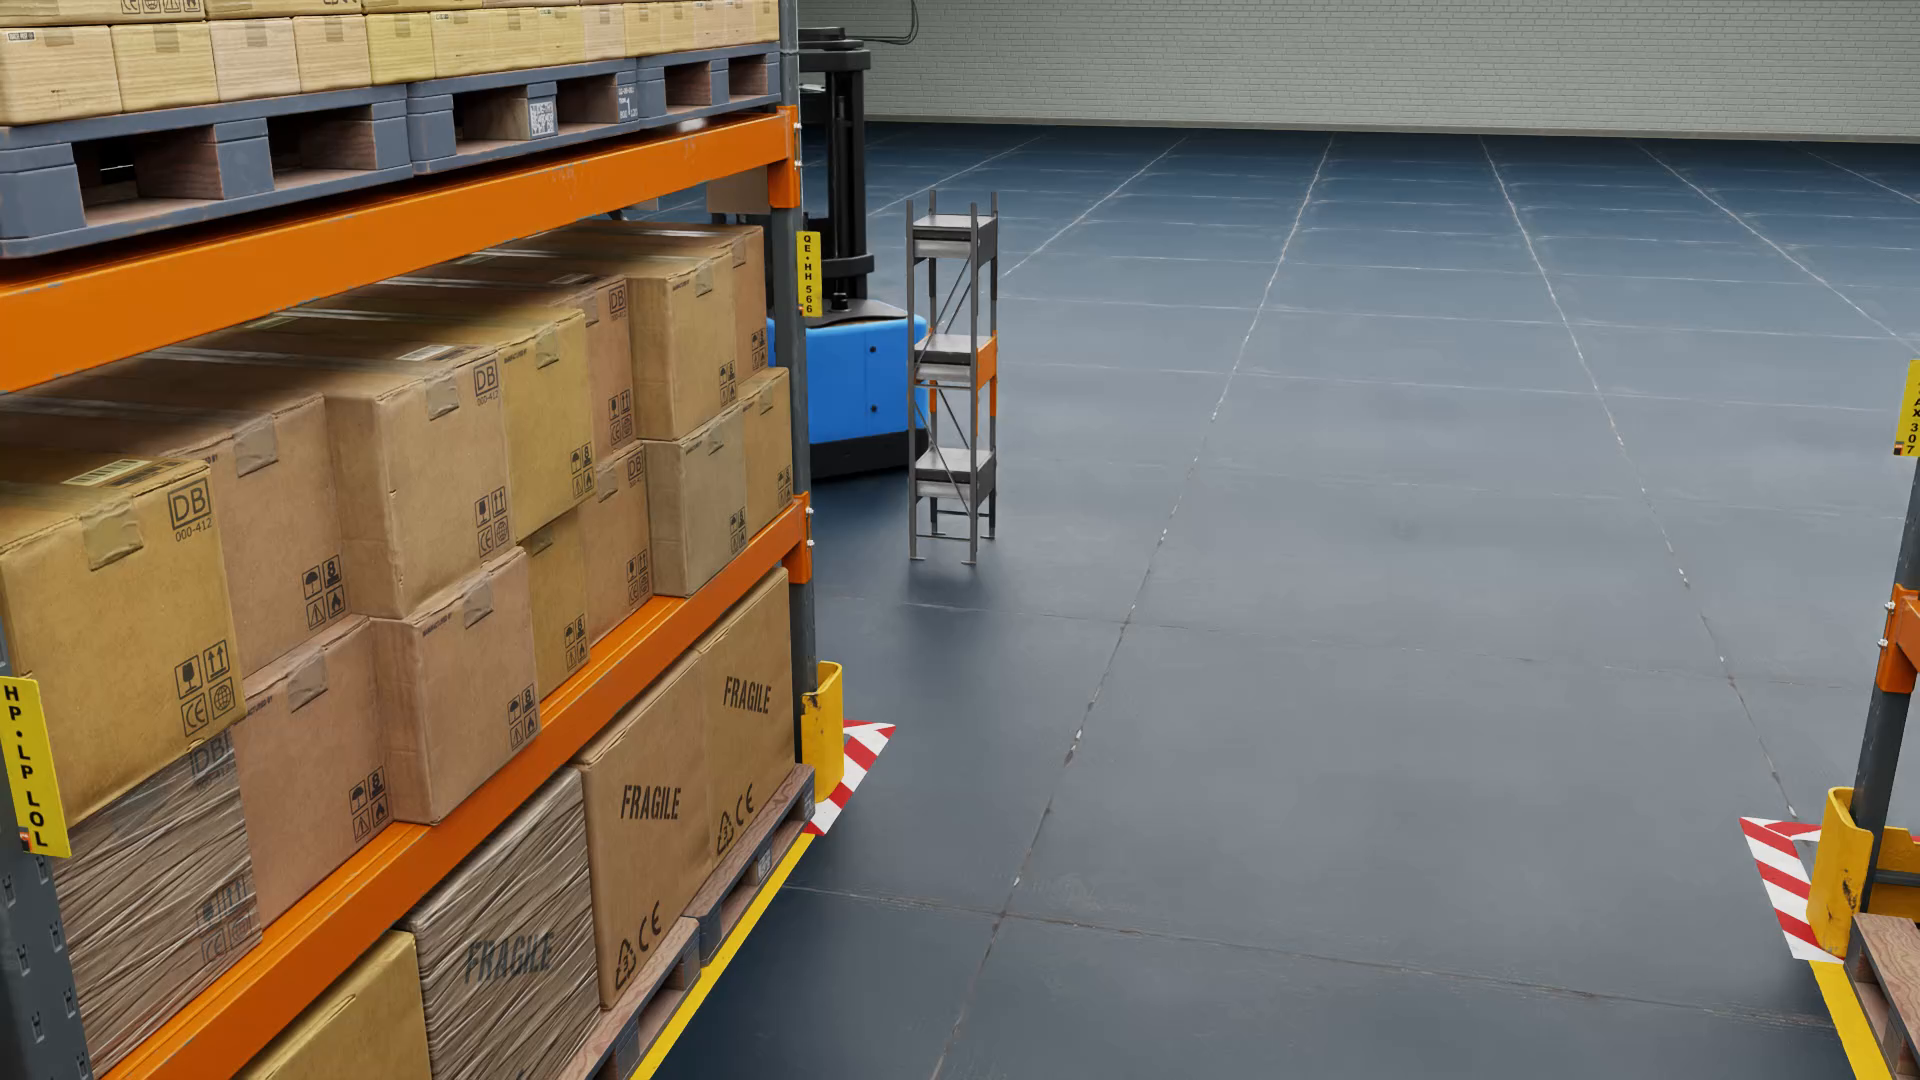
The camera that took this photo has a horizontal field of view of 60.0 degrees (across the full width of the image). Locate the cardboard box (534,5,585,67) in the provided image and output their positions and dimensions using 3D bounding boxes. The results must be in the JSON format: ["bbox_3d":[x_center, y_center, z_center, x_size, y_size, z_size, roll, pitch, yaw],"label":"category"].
[{"bbox_3d":[-1.228,-1.342,4.419,0.380,0.149,0.250,5,19,14],"label":"cardboard box"}]

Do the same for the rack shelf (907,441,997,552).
[{"bbox_3d":[-0.040,-0.266,9.927,0.431,0.518,0.480,5,19,13],"label":"rack shelf"}]

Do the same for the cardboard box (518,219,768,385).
[{"bbox_3d":[-1.230,-0.873,6.200,0.875,0.550,0.550,5,19,13],"label":"cardboard box"}]

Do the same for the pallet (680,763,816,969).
[{"bbox_3d":[-1.222,1.172,6.429,1.003,0.211,1.213,5,19,13],"label":"pallet"}]

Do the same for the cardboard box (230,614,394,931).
[{"bbox_3d":[-1.889,0.488,3.886,0.875,0.550,0.550,5,19,13],"label":"cardboard box"}]

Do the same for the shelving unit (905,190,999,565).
[{"bbox_3d":[-0.040,-0.942,9.696,0.431,2.100,0.503,5,19,13],"label":"shelving unit"}]

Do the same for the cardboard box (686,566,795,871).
[{"bbox_3d":[-1.204,0.620,6.368,0.875,0.875,0.875,5,19,14],"label":"cardboard box"}]

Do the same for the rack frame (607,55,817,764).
[{"bbox_3d":[-1.102,-0.404,6.730,1.000,3.000,0.127,5,19,13],"label":"rack frame"}]

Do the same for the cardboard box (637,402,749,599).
[{"bbox_3d":[-1.262,-0.181,5.845,0.875,0.550,0.550,5,19,13],"label":"cardboard box"}]

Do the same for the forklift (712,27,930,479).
[{"bbox_3d":[-1.366,-2.219,12.150,1.130,2.935,3.031,-10,21,-27],"label":"forklift"}]

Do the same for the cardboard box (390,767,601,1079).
[{"bbox_3d":[-1.641,1.182,4.724,0.875,0.875,0.875,5,19,14],"label":"cardboard box"}]

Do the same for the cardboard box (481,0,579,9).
[{"bbox_3d":[-1.321,-1.492,4.242,0.500,0.250,0.500,5,19,14],"label":"cardboard box"}]

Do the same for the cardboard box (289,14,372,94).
[{"bbox_3d":[-1.476,-1.022,3.483,0.380,0.149,0.250,4,19,13],"label":"cardboard box"}]

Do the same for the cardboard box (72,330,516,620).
[{"bbox_3d":[-1.669,-0.185,4.186,0.875,0.550,0.550,5,19,13],"label":"cardboard box"}]

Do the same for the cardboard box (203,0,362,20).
[{"bbox_3d":[-1.567,-1.175,3.314,0.500,0.250,0.500,4,19,13],"label":"cardboard box"}]

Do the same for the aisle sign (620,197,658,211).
[{"bbox_3d":[-1.376,-1.680,6.444,0.394,0.787,0.004,5,19,13],"label":"aisle sign"}]

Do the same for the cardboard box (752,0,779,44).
[{"bbox_3d":[-0.855,-1.820,5.818,0.380,0.149,0.250,5,19,13],"label":"cardboard box"}]

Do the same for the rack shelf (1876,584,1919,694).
[{"bbox_3d":[3.194,0.987,3.771,1.077,0.370,4.000,5,19,13],"label":"rack shelf"}]

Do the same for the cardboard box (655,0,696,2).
[{"bbox_3d":[-1.074,-1.807,5.165,0.500,0.250,0.500,5,19,13],"label":"cardboard box"}]

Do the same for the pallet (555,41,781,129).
[{"bbox_3d":[-1.273,-1.548,5.576,1.003,0.211,1.213,5,19,13],"label":"pallet"}]

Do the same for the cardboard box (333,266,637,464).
[{"bbox_3d":[-1.544,-0.528,5.191,0.875,0.550,0.550,5,19,13],"label":"cardboard box"}]

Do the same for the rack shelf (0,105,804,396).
[{"bbox_3d":[-1.591,-0.856,4.526,1.077,0.370,4.000,5,19,13],"label":"rack shelf"}]

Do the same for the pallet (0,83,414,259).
[{"bbox_3d":[-1.869,-0.783,3.337,1.003,0.211,1.213,5,19,13],"label":"pallet"}]

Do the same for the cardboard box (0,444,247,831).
[{"bbox_3d":[-1.956,0.155,3.191,0.875,0.550,0.550,5,19,13],"label":"cardboard box"}]

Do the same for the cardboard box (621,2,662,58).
[{"bbox_3d":[-1.104,-1.501,4.884,0.380,0.149,0.250,4,19,13],"label":"cardboard box"}]

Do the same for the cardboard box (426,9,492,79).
[{"bbox_3d":[-1.352,-1.184,3.956,0.380,0.149,0.250,5,19,13],"label":"cardboard box"}]

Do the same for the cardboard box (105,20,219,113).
[{"bbox_3d":[-1.600,-0.866,3.025,0.380,0.149,0.250,5,19,14],"label":"cardboard box"}]

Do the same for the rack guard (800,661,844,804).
[{"bbox_3d":[-1.096,0.771,7.156,1.175,0.500,0.348,5,19,13],"label":"rack guard"}]

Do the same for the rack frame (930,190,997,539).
[{"bbox_3d":[0.019,-1.018,9.920,0.400,2.100,0.015,5,19,13],"label":"rack frame"}]

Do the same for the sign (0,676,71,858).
[{"bbox_3d":[-1.551,0.379,2.768,0.100,0.325,0.005,5,19,13],"label":"sign"}]

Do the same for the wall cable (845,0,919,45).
[{"bbox_3d":[-2.453,-12.599,37.954,3.097,2.526,0.112,5,19,13],"label":"wall cable"}]

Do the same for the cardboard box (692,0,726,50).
[{"bbox_3d":[-0.979,-1.660,5.351,0.380,0.149,0.250,5,19,14],"label":"cardboard box"}]

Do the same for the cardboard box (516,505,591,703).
[{"bbox_3d":[-1.610,0.154,4.864,0.875,0.550,0.500,5,19,13],"label":"cardboard box"}]
